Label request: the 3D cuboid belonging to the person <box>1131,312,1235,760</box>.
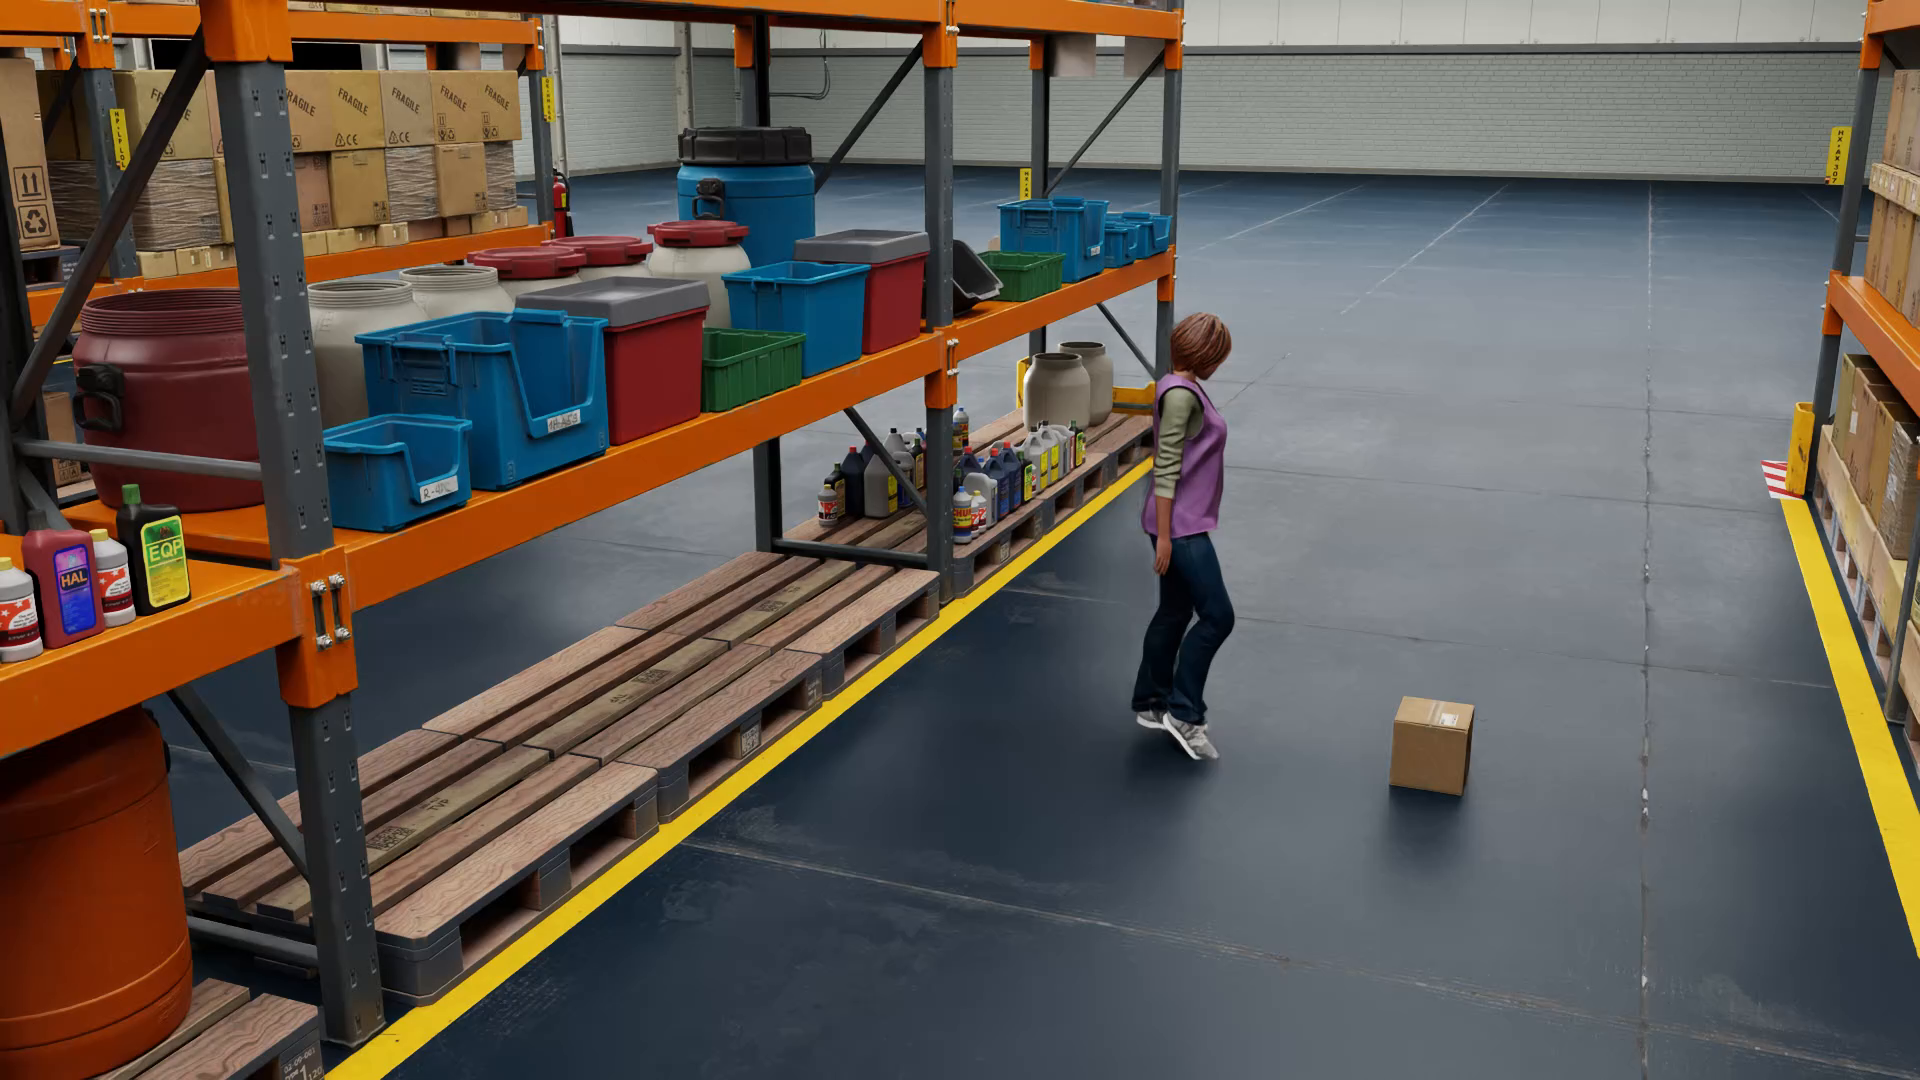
[{"bbox_3d":[0.830,0.001,6.094,0.370,1.637,0.453,2,16,8],"label":"person"}]
